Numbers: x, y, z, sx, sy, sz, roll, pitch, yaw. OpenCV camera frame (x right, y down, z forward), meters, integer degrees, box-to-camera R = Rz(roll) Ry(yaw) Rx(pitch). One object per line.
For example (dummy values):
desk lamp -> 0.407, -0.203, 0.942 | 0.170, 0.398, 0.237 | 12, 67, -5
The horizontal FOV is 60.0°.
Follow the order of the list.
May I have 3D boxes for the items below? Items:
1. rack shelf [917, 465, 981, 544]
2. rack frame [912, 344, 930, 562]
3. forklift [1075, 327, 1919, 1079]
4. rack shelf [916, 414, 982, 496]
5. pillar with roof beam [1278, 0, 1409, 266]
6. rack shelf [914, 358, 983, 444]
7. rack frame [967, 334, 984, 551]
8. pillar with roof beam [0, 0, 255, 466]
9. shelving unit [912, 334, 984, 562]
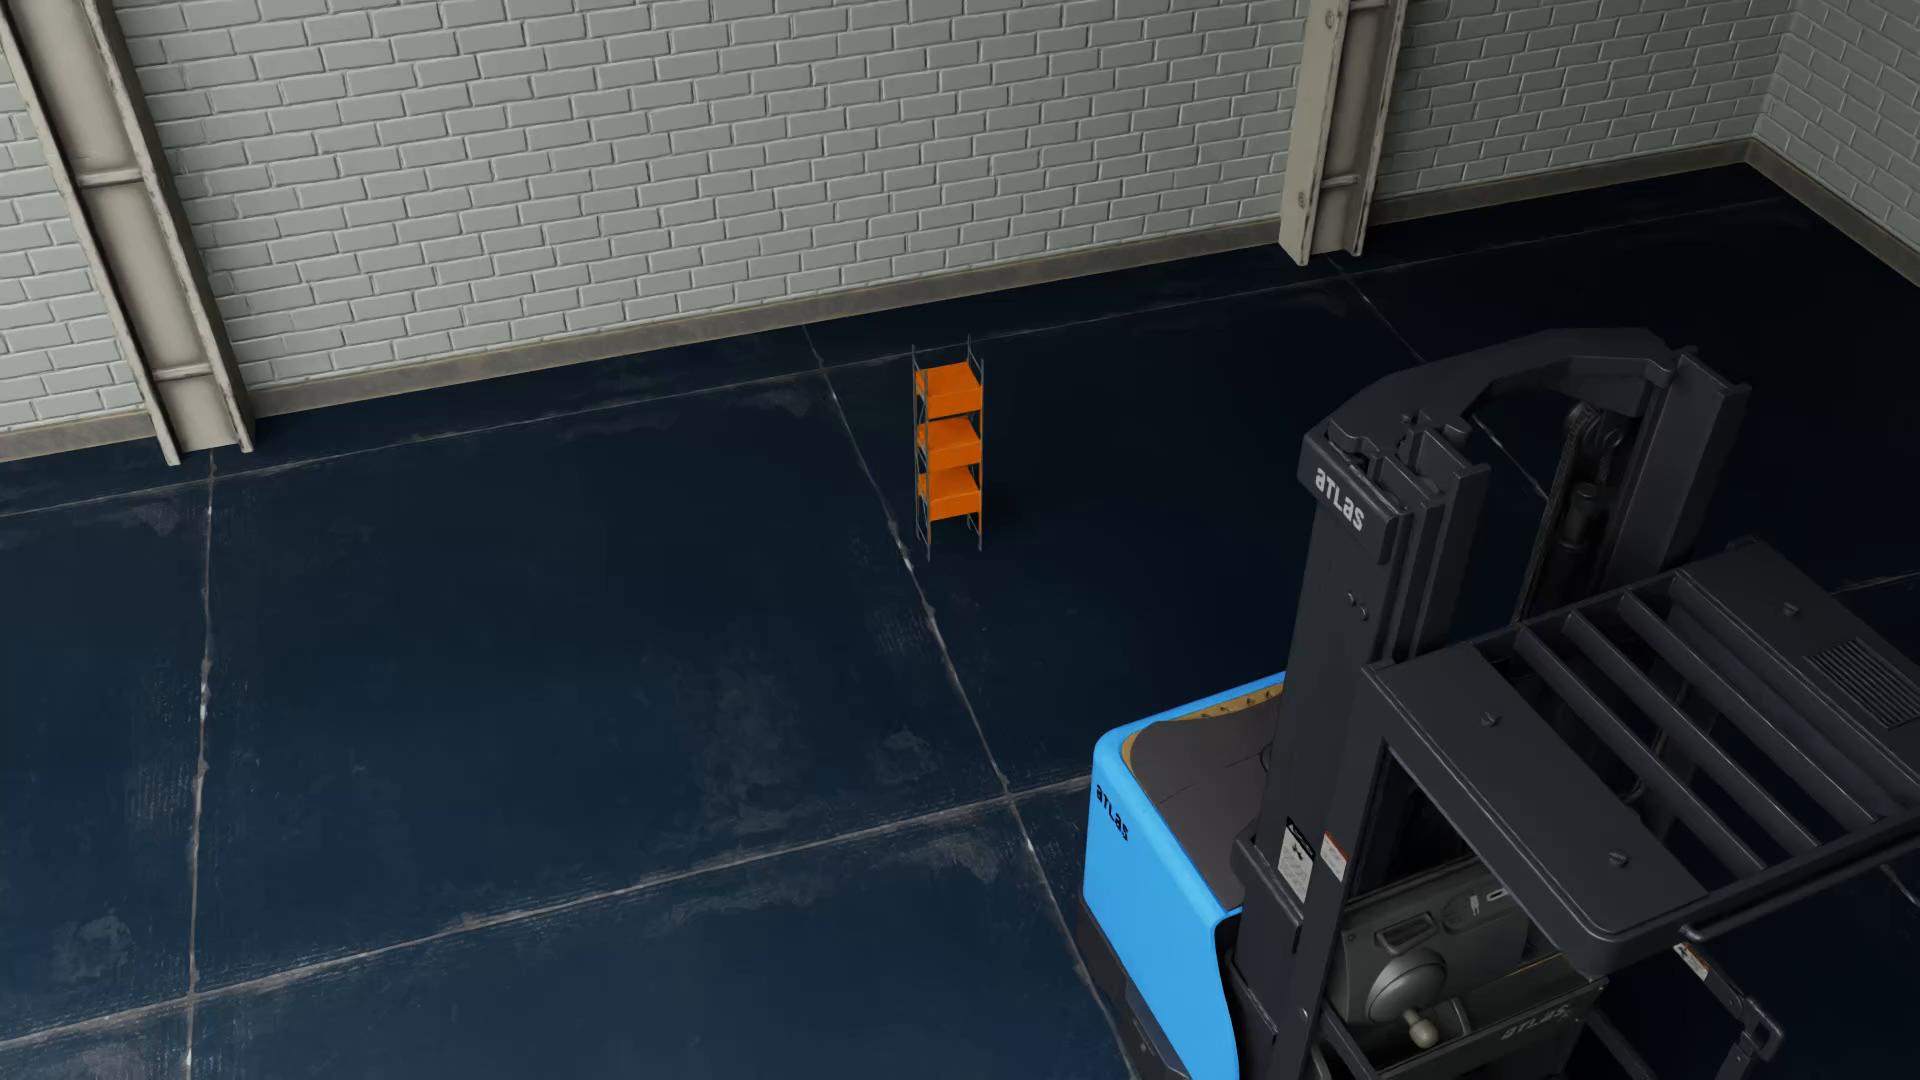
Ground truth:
rack shelf -> -0.051, -0.168, 7.432 | 0.240, 0.259, 0.215 | -12, 42, -13
rack frame -> -0.167, -0.361, 7.214 | 0.008, 1.050, 0.200 | -12, 42, -13
forklift -> 1.464, 1.082, 4.133 | 1.130, 2.935, 3.031 | -16, 44, -18
rack shelf -> -0.051, -0.377, 7.249 | 0.240, 0.259, 0.215 | -12, 42, -13
pillar with roof beam -> 3.347, -2.364, 3.466 | 0.400, 9.000, 9.100 | -12, 42, -13
rack shelf -> -0.051, -0.590, 7.062 | 0.240, 0.259, 0.215 | -12, 42, -13
rack frame -> 0.065, -0.409, 7.270 | 0.008, 1.050, 0.200 | -12, 42, -13
pillar with roof beam -> -2.376, -1.179, 2.109 | 0.400, 9.000, 9.100 | -12, 42, -13
shelving unit -> -0.051, -0.385, 7.242 | 0.252, 1.050, 0.215 | -12, 42, -13
